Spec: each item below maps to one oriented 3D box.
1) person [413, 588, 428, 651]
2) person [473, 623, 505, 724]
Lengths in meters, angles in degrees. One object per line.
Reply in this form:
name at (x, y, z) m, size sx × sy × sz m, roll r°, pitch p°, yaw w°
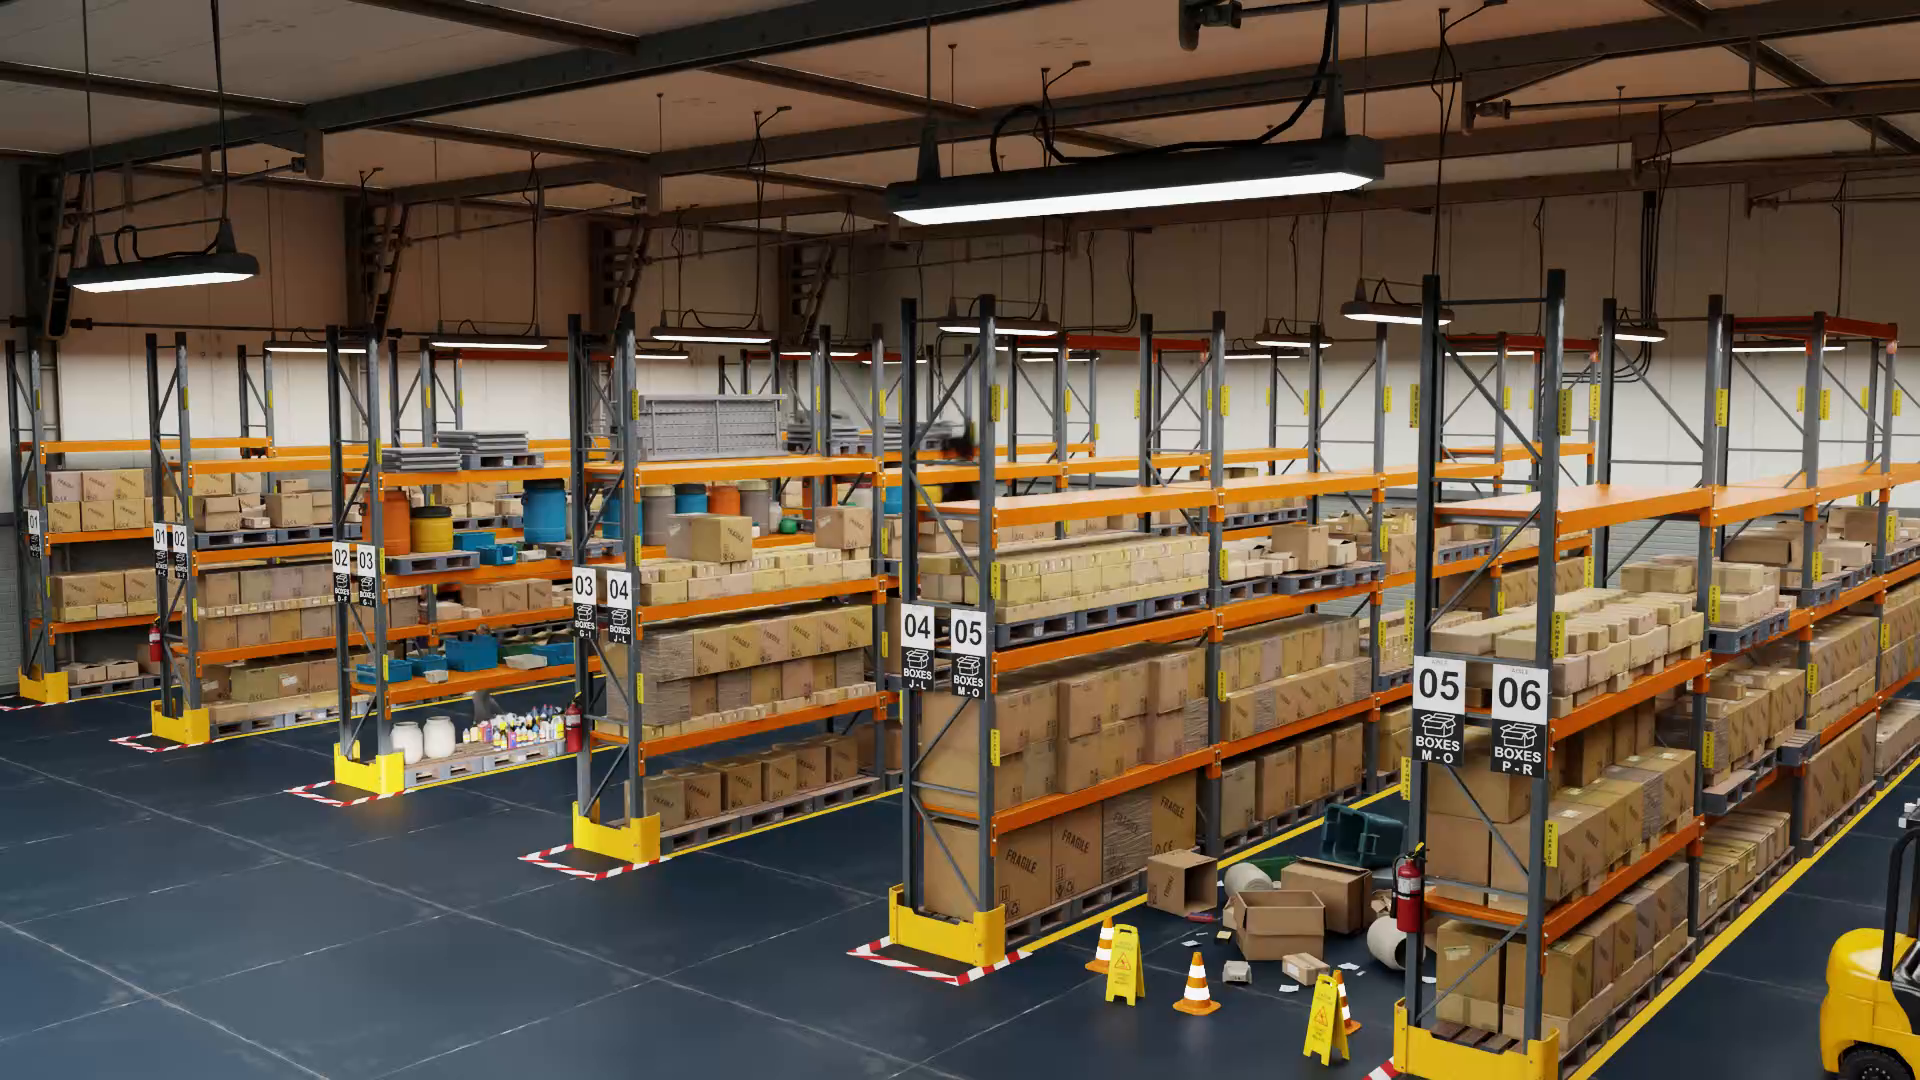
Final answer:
person at (-9.644, 1.660, 30.083) m, size 0.616 × 1.604 × 0.740 m, roll 4°, pitch 6°, yaw 36°
person at (-7.095, 2.097, 24.871) m, size 0.552 × 1.706 × 0.808 m, roll 4°, pitch 7°, yaw 38°
